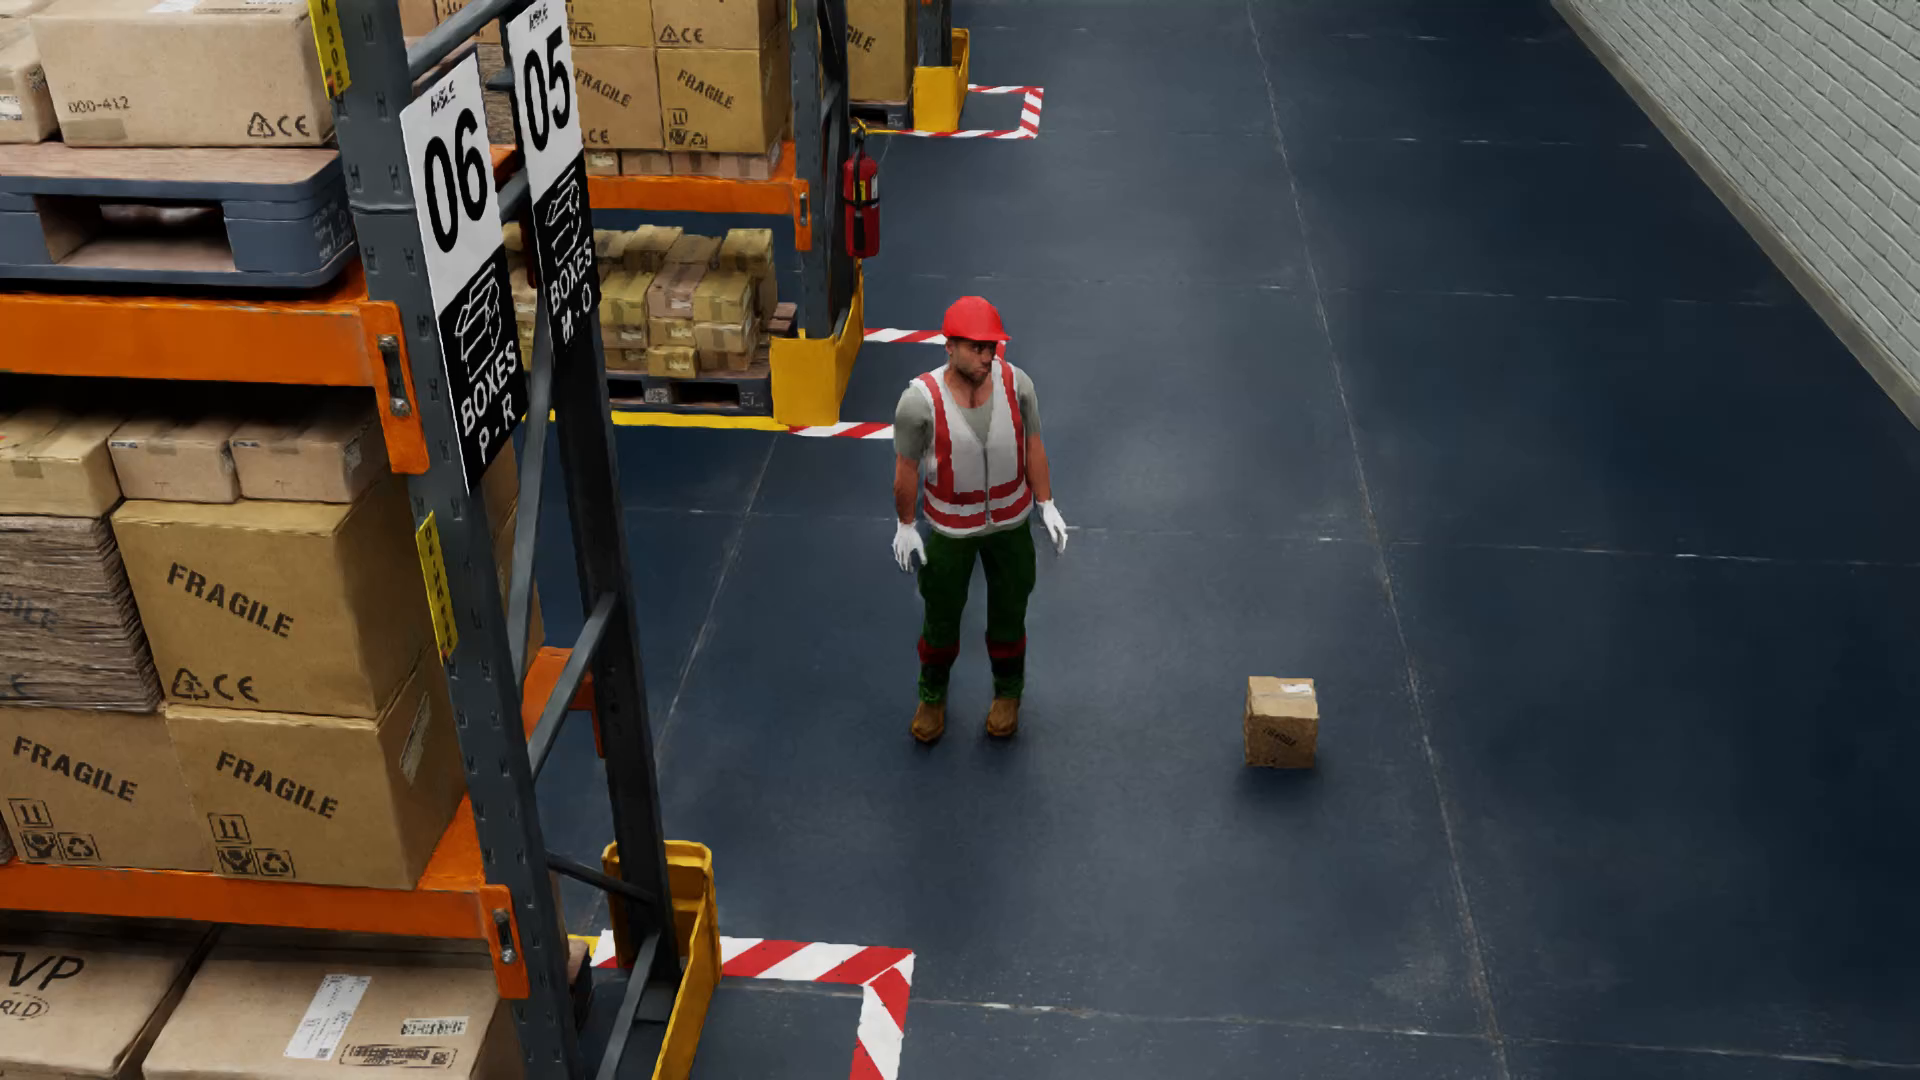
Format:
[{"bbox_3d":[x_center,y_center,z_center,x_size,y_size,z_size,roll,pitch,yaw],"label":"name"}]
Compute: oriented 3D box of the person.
[{"bbox_3d":[0.070,-0.056,6.154,0.634,1.796,0.384,-9,33,-14],"label":"person"}]
